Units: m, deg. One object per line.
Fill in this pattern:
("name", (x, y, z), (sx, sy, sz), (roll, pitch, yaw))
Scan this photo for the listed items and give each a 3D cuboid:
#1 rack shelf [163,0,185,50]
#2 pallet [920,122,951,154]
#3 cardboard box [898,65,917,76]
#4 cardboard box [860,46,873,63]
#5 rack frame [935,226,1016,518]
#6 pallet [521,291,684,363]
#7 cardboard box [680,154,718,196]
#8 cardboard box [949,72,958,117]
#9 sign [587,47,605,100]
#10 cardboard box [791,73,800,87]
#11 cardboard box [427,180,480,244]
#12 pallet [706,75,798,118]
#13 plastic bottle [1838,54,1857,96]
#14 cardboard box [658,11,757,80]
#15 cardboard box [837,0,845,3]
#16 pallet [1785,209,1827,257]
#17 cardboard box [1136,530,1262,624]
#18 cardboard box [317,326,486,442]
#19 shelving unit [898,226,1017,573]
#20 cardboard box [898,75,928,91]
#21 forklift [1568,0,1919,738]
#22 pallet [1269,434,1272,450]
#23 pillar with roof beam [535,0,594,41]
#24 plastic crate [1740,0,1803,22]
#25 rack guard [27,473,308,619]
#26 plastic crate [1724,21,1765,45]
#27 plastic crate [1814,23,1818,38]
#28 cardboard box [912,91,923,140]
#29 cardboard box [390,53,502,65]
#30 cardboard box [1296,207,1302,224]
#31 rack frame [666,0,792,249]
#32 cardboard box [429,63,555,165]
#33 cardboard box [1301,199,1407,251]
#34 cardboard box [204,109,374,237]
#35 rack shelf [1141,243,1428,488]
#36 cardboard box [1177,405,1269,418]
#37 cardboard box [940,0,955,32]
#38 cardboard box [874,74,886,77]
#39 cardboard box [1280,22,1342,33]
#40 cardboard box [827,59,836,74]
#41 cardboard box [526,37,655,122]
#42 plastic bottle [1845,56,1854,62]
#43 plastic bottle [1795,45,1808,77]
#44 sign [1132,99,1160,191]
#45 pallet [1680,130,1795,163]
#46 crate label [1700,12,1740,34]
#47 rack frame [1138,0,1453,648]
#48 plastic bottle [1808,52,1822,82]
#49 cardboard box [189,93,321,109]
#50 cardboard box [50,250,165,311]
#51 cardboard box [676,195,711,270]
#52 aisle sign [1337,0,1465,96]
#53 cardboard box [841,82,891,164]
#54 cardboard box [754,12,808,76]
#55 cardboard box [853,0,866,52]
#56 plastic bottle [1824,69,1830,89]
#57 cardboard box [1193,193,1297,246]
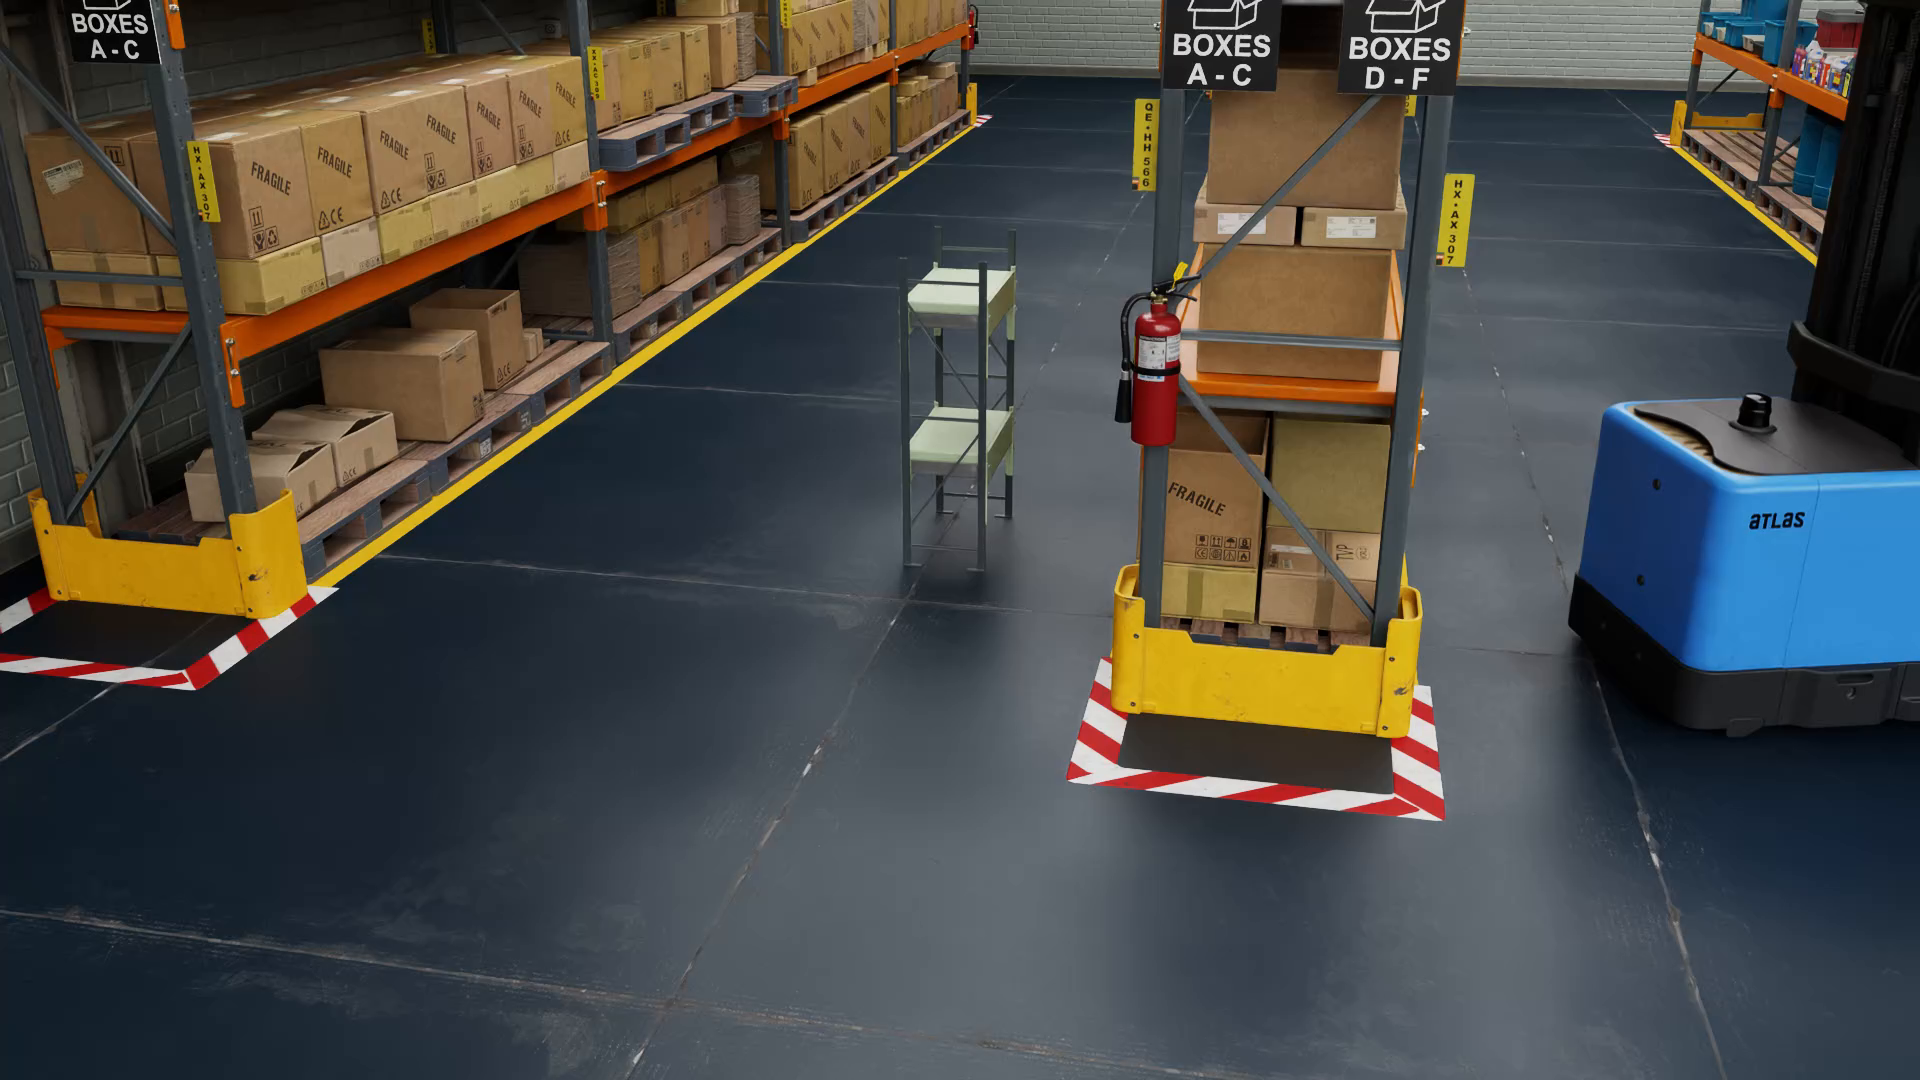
("rack shelf", (-3.235, -2.901, 8.488), (1.077, 0.370, 4.000), (4, 22, 11))
("pallet", (-0.716, -4.926, 20.303), (1.003, 0.211, 1.213), (4, 22, 11))
("cardboard box", (-0.747, -5.820, 20.704), (0.380, 0.149, 0.250), (5, 22, 11))
("cardboard box", (-1.108, -4.961, 16.966), (0.380, 0.149, 0.250), (4, 22, 11))
("rack frame", (0.073, -0.827, 8.400), (0.400, 1.500, 0.023), (4, 22, 11))
("pallet", (-2.669, -1.566, 11.959), (1.003, 0.211, 1.213), (4, 22, 11))
("cardboard box", (-2.284, -2.959, 13.438), (0.500, 0.250, 0.500), (5, 22, 12))
("cardboard box", (-0.423, -5.735, 21.361), (0.700, 0.500, 0.500), (4, 22, 11))
("sign", (-2.294, -2.937, 10.473), (0.100, 0.325, 0.005), (4, 22, 11))
("cardboard box", (-1.657, -4.124, 14.888), (0.380, 0.149, 0.250), (5, 22, 12))
("cardboard box", (-2.925, -1.767, 8.900), (0.500, 0.250, 0.500), (5, 22, 11))
("pallet", (-2.052, -3.679, 13.731), (1.213, 0.211, 1.003), (4, 22, 11))
("plastic bottle", (7.725, -4.029, 14.408), (0.144, 0.351, 0.185), (4, 22, 11))
("cardboard box", (-2.097, -4.115, 13.833), (0.700, 0.500, 0.500), (2, 22, 5))
("cardboard box", (-1.360, -5.292, 15.916), (0.500, 0.250, 0.500), (4, 22, 10))
("pallet", (8.059, -2.725, 14.837), (1.003, 0.211, 1.213), (4, 22, 11))
("cardboard box", (1.028, 0.127, 7.142), (0.500, 0.250, 0.500), (4, 22, 11))
("cardboard box", (-3.099, -0.875, 9.269), (0.700, 0.500, 0.500), (3, 22, 8))
("shelving unit", (-0.001, -0.693, 8.067), (0.431, 1.500, 0.755), (4, 22, 11))
("cardboard box", (-0.586, -5.404, 19.673), (0.380, 0.149, 0.250), (4, 22, 9))
("forklift", (4.200, -0.822, 6.472), (3.031, 2.935, 1.130), (-2, 22, -6))
("pallet", (1.820, -0.617, 9.603), (1.003, 0.211, 1.213), (4, 22, 11))
("pillar with roof beam", (1.092, -6.082, 11.410), (9.100, 9.000, 0.400), (4, 22, 11))
("plastic crate", (9.435, -6.115, 19.395), (0.616, 0.435, 0.499), (4, 22, 11))
("rack guard", (-3.627, 0.020, 7.634), (1.175, 0.500, 0.348), (4, 22, 11))
("plastic crate", (8.679, -5.611, 18.415), (0.416, 0.233, 0.300), (4, 22, 11))
("plastic crate", (8.996, -5.262, 17.483), (0.437, 0.282, 0.530), (4, 22, 11))
("cardboard box", (-0.835, -4.985, 19.499), (0.700, 0.500, 0.500), (4, 22, 10))
("cardboard box", (-3.127, -2.706, 10.227), (0.500, 0.500, 0.500), (4, 22, 10))
("cardboard box", (1.418, -1.144, 7.044), (0.700, 0.500, 0.500), (5, 22, 12))
("rack frame", (-2.010, -4.037, 14.363), (1.000, 3.000, 0.127), (4, 22, 11))
("cardboard box", (-2.717, -2.482, 9.672), (0.500, 0.500, 0.500), (4, 22, 11))
("cardboard box", (1.498, -1.210, 6.340), (0.380, 0.149, 0.250), (4, 22, 11))
("cardboard box", (-3.141, -1.731, 7.806), (0.500, 0.500, 0.500), (5, 22, 11))
("rack shelf", (1.616, -1.133, 8.114), (1.077, 0.370, 4.000), (4, 22, 11))
("cardboard box", (1.215, -0.588, 7.913), (0.500, 0.500, 0.500), (4, 22, 11))
("cardboard box", (-0.610, -6.648, 20.444), (0.980, 0.700, 0.700), (4, 22, 10))
("cardboard box", (-0.954, -5.446, 19.776), (0.380, 0.149, 0.250), (5, 22, 11))
("cardboard box", (1.632, -2.133, 7.764), (0.700, 0.500, 0.500), (4, 22, 11))
("cardboard box", (-1.414, -4.595, 16.056), (0.380, 0.149, 0.250), (5, 22, 11))
("cardboard box", (-2.568, -3.212, 11.591), (0.700, 0.500, 0.500), (7, 23, 16))
("plastic bottle", (7.997, -4.197, 14.925), (0.152, 0.276, 0.135), (4, 22, 11))
("plastic bottle", (7.985, -4.540, 15.768), (0.061, 0.283, 0.133), (4, 22, 11))
("sign", (0.679, -1.429, 6.019), (0.100, 0.325, 0.005), (4, 22, 11))
("pallet", (9.114, -4.616, 19.532), (1.003, 0.211, 1.213), (4, 22, 11))
("crate label", (8.948, -6.093, 19.610), (0.416, 0.233, 0.303), (4, 22, 11))
("rack frame", (1.207, -0.735, 6.164), (1.000, 3.000, 0.127), (4, 22, 11))
("plastic bottle", (7.912, -4.371, 15.363), (0.097, 0.271, 0.097), (0, 22, 0))
("cardboard box", (-3.541, -1.960, 8.376), (0.500, 0.500, 0.500), (4, 22, 9))
("cardboard box", (-3.737, -1.237, 7.584), (0.500, 0.250, 0.500), (5, 22, 12))
("cardboard box", (-2.399, -2.451, 13.182), (0.700, 0.500, 0.500), (4, 22, 11))
("aisle sign", (1.494, -1.894, 5.561), (0.394, 0.787, 0.004), (4, 22, 11))
("cardboard box", (-1.200, -4.450, 17.703), (0.750, 0.750, 0.750), (5, 22, 12))
("cardboard box", (-1.661, -4.389, 14.677), (0.500, 0.500, 0.500), (5, 22, 13))
("cardboard box", (-1.247, -5.135, 16.530), (0.500, 0.500, 0.500), (4, 22, 11))
("plastic bottle", (7.798, -4.134, 14.868), (0.097, 0.201, 0.097), (0, 22, 0))
("cardboard box", (1.099, -1.237, 6.407), (0.380, 0.149, 0.250), (4, 22, 10))
